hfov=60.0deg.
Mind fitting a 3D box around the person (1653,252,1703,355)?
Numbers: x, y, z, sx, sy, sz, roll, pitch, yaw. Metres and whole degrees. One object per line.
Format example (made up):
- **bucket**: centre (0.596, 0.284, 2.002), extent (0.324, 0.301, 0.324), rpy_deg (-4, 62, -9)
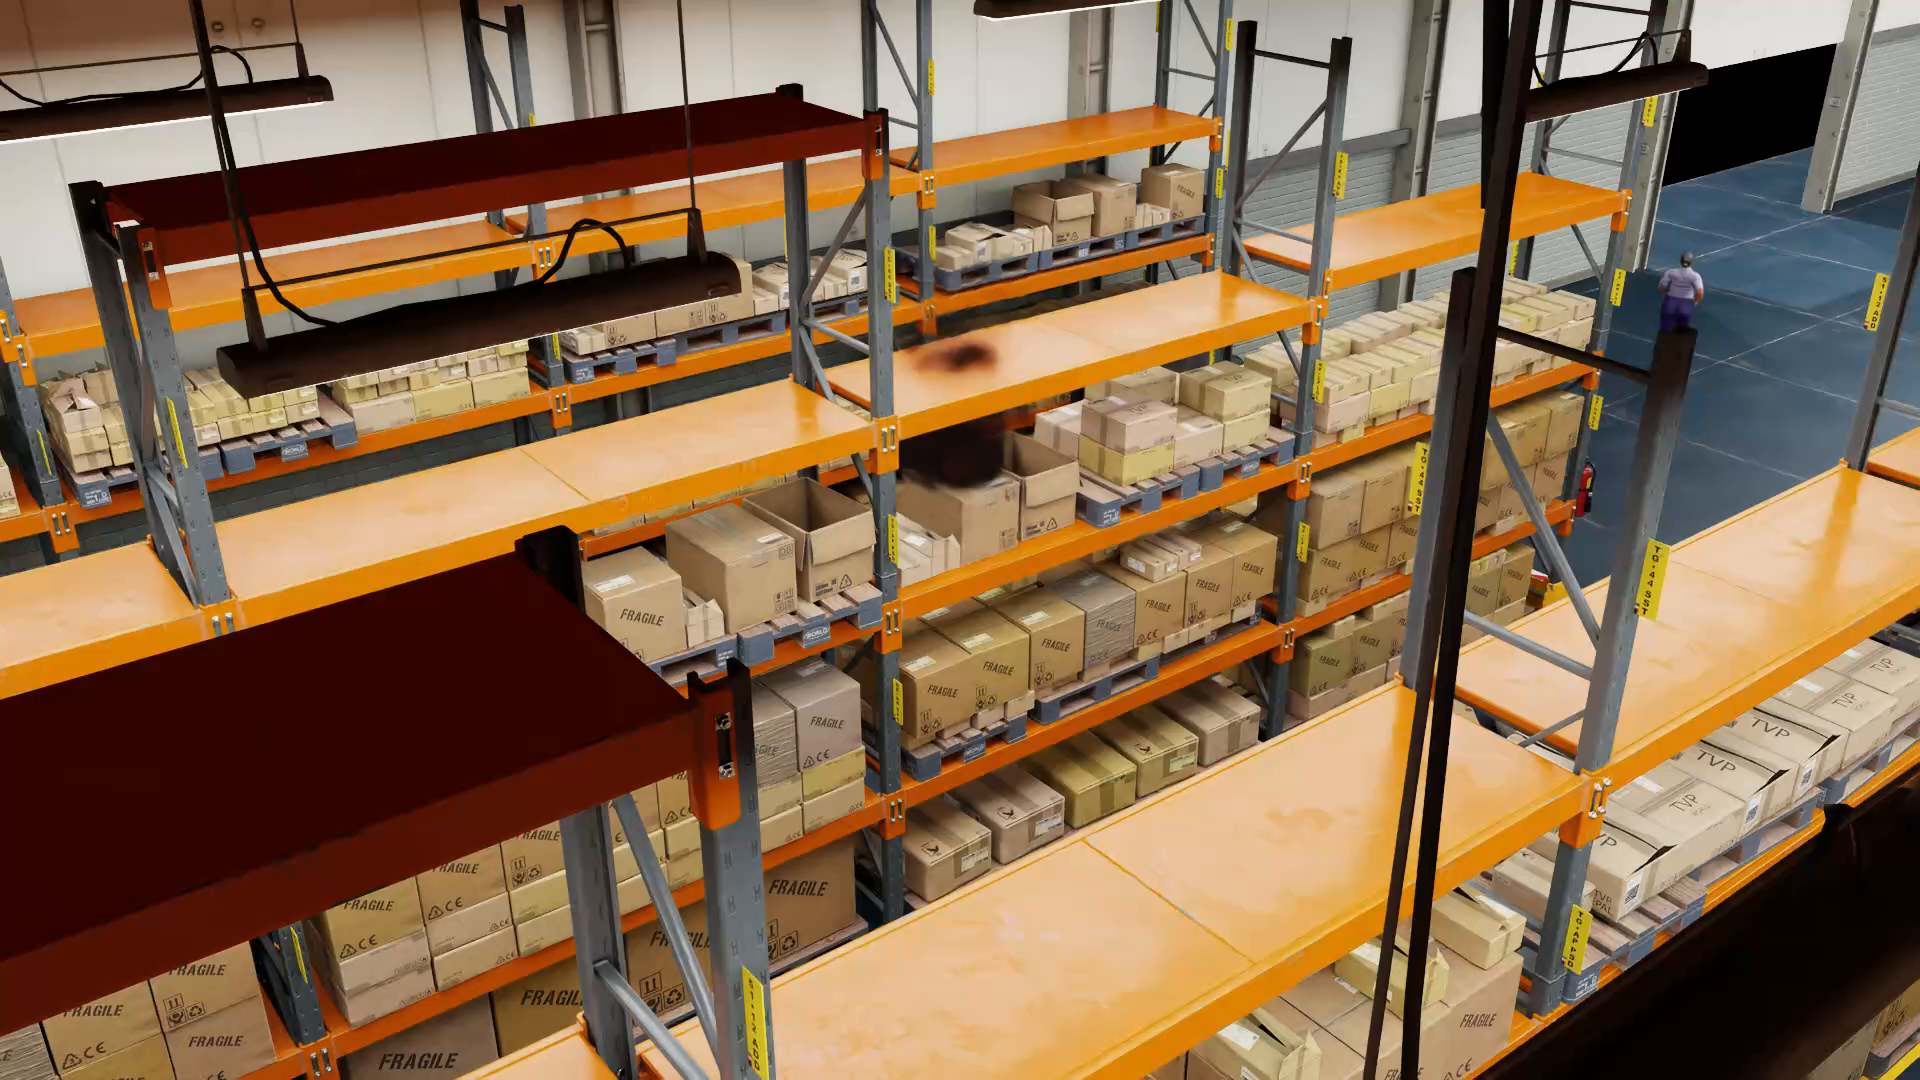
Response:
- **person**: centre (9.794, -3.136, 22.718), extent (0.607, 1.631, 0.745), rpy_deg (16, 30, 29)
